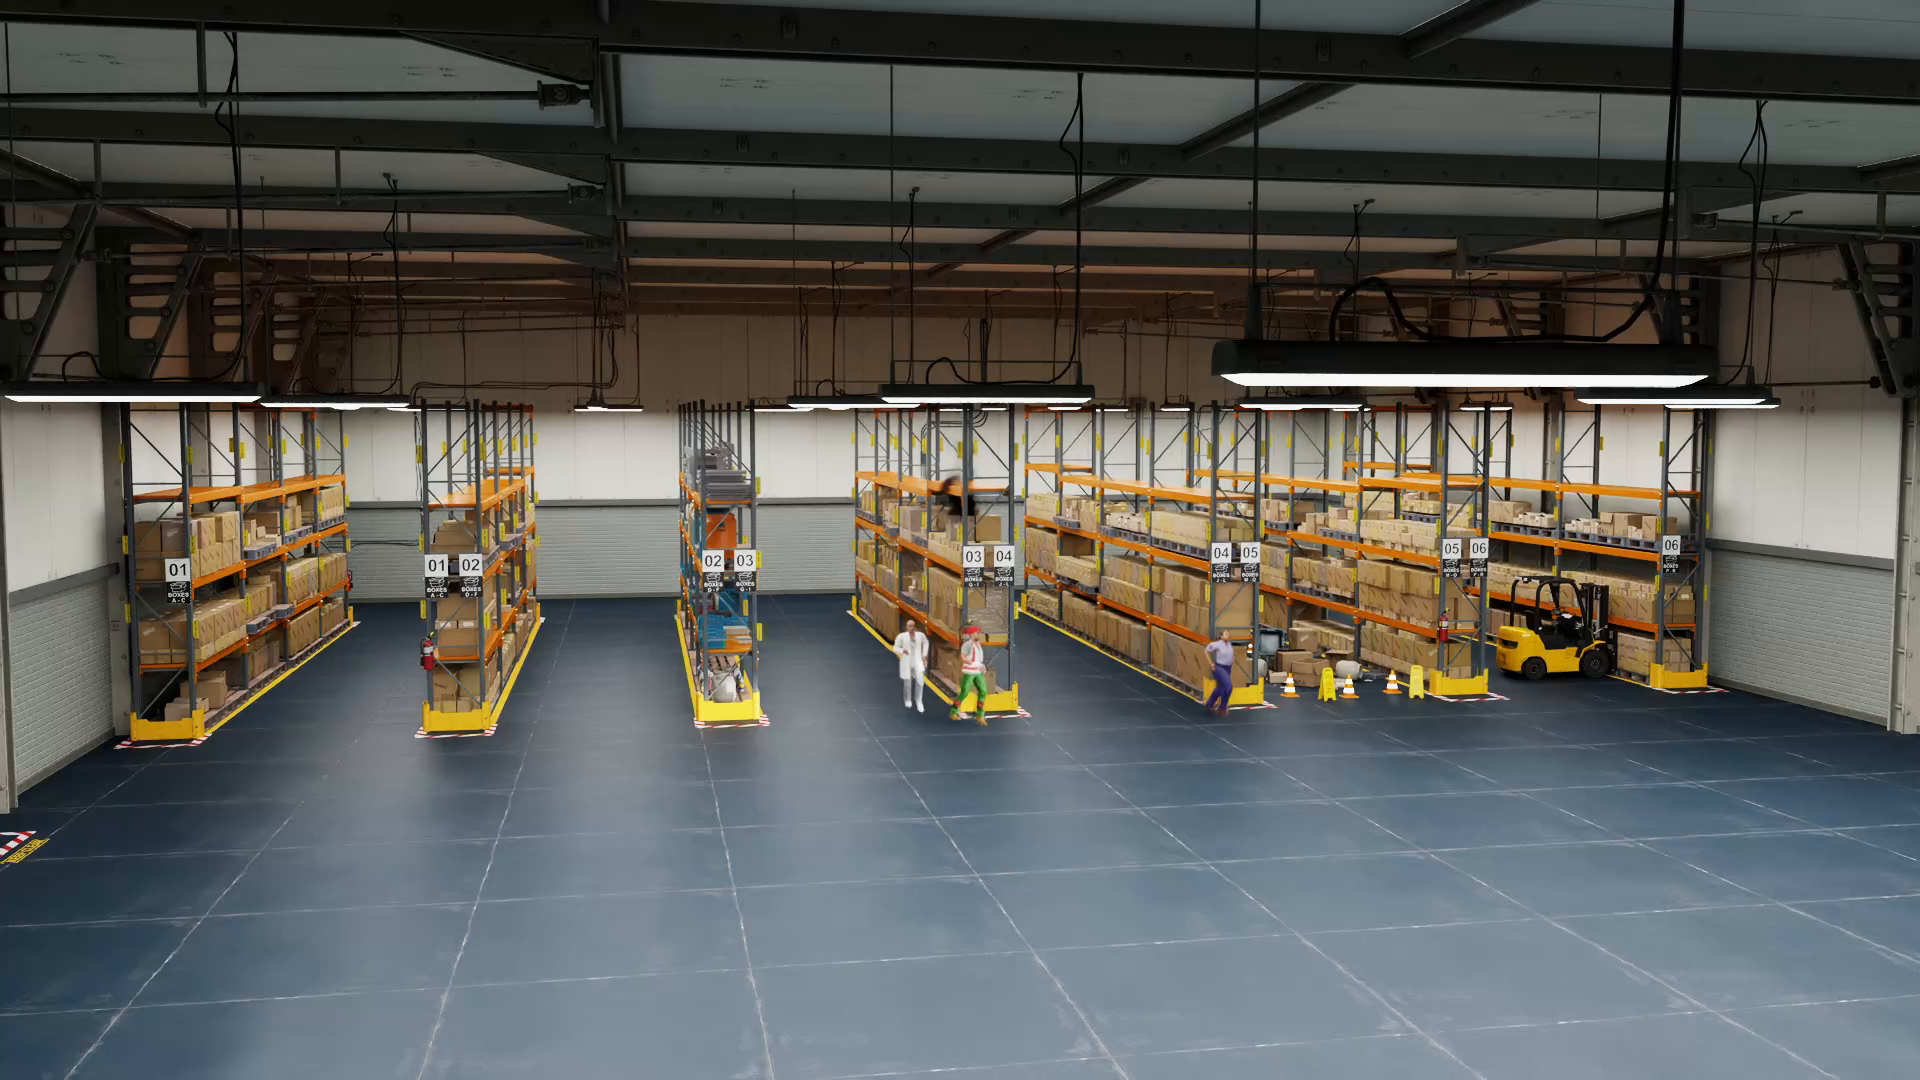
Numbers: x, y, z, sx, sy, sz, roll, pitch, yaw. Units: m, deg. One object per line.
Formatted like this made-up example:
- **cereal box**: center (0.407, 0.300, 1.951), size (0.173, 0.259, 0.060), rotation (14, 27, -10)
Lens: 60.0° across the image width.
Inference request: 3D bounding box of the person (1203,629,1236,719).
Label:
- **person**: center (4.972, 2.531, 31.641), size (0.674, 1.693, 0.595), rotation (4, 6, 41)

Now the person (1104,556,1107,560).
- **person**: center (4.191, 1.318, 47.103), size (0.580, 1.739, 0.821), rotation (-1, 4, -12)

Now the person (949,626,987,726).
- **person**: center (0.254, 2.496, 30.858), size (0.794, 1.807, 0.724), rotation (3, 6, 38)

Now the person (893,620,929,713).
- **person**: center (-0.937, 2.429, 32.105), size (0.730, 1.789, 0.860), rotation (-1, 4, -10)
